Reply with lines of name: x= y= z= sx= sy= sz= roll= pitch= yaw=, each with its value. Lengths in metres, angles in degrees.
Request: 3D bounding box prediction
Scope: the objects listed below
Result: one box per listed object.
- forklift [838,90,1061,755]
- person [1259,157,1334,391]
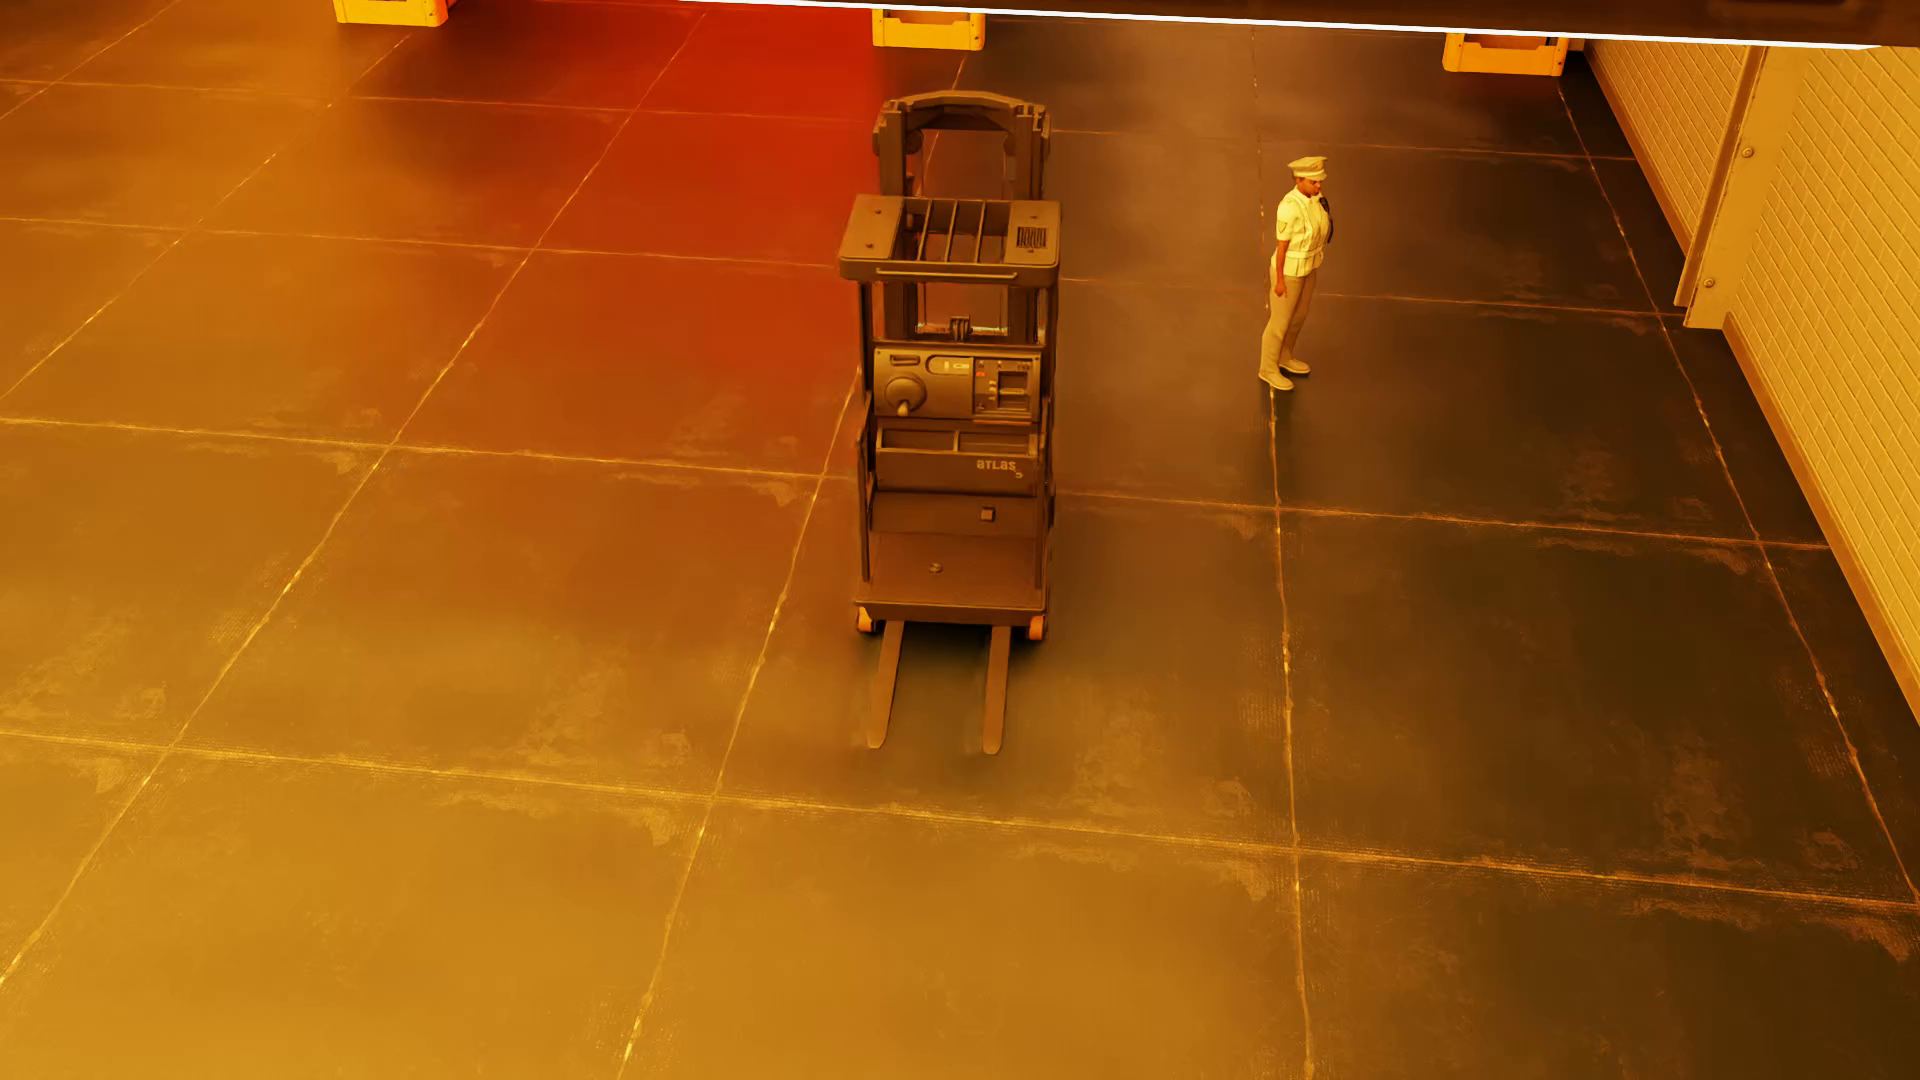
forklift: x=-0.030 y=-0.801 z=9.116 sx=1.130 sy=2.935 sz=3.031 roll=3 pitch=36 yaw=3
person: x=2.360 y=-1.891 z=11.651 sx=0.345 sy=1.685 sz=0.462 roll=26 pitch=44 yaw=31
